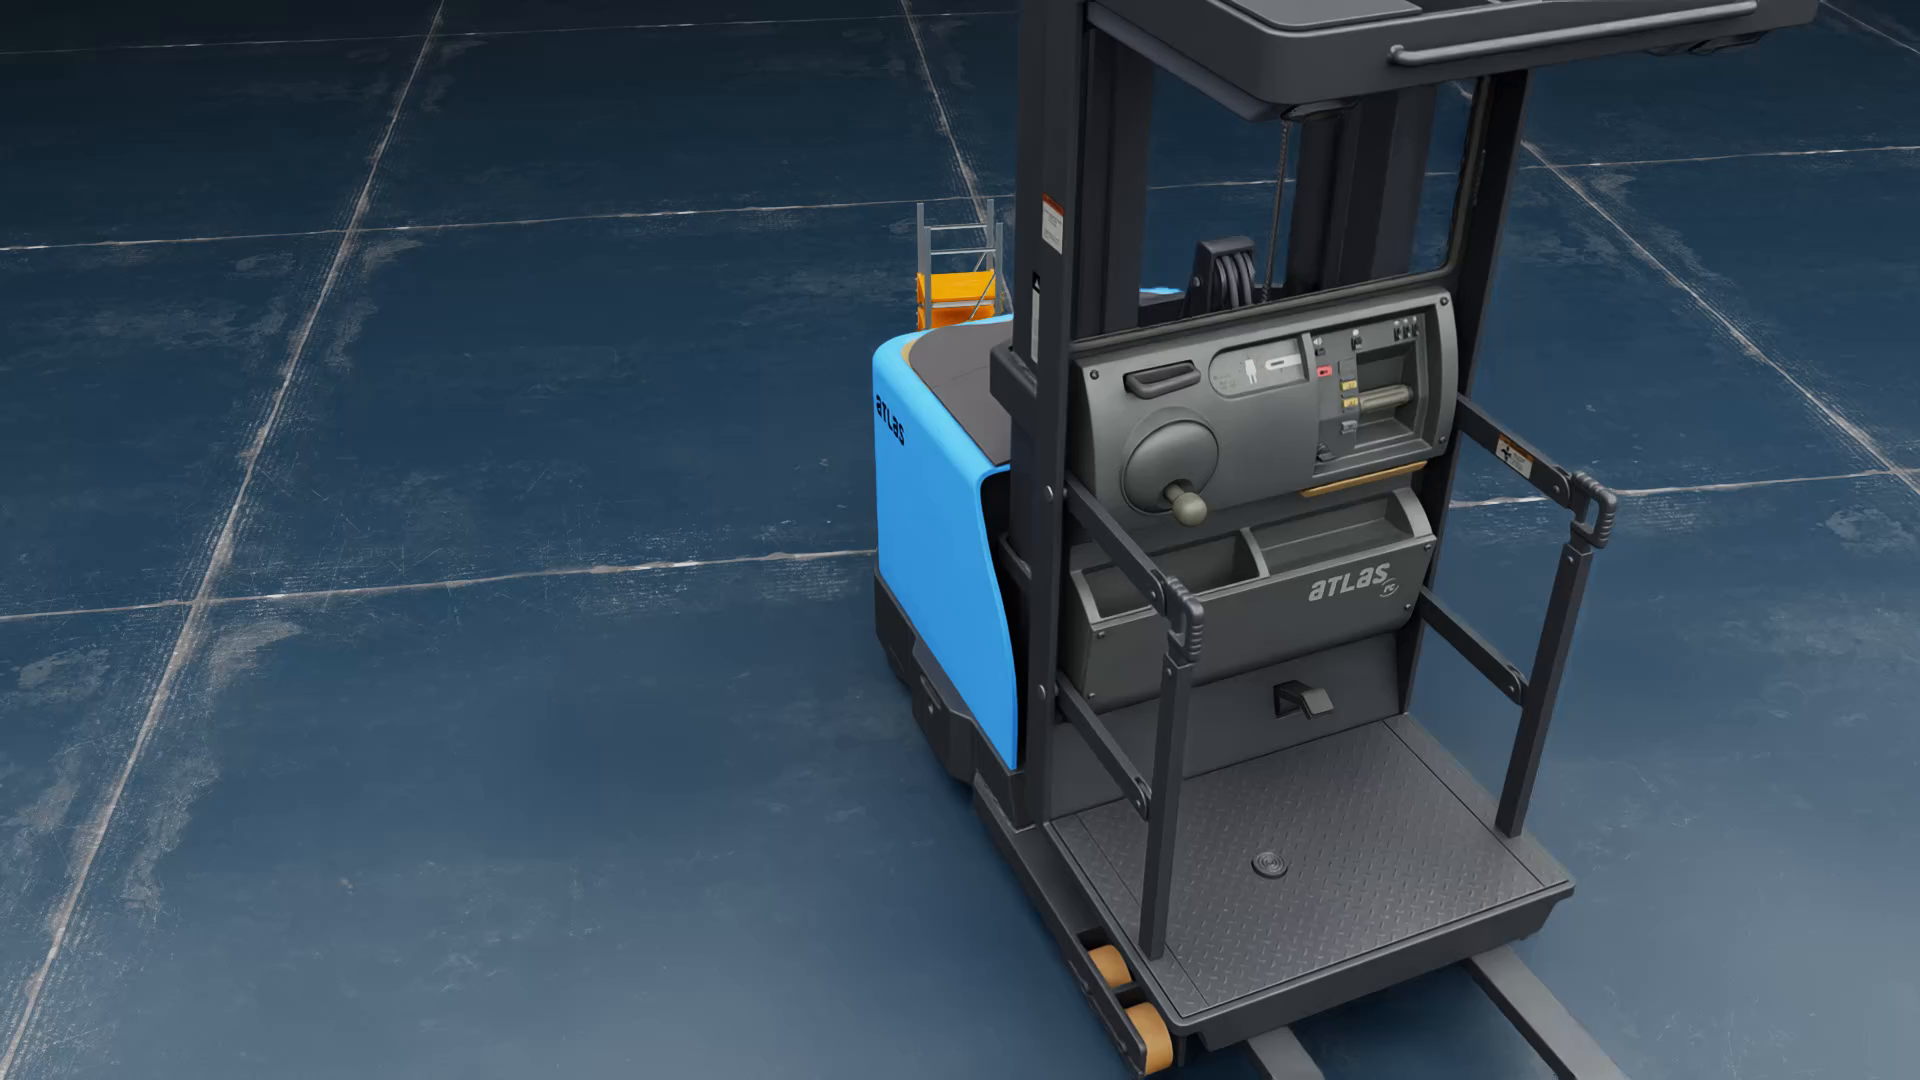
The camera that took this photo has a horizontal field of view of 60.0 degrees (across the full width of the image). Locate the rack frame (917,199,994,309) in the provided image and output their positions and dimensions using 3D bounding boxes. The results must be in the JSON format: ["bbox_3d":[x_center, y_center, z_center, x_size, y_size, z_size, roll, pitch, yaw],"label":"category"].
[{"bbox_3d":[-0.014,-0.555,5.499,0.240,1.200,0.006,-4,35,-6],"label":"rack frame"}]

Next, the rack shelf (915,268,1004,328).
[{"bbox_3d":[-0.002,-0.765,5.246,0.258,0.103,0.180,-4,35,-6],"label":"rack shelf"}]

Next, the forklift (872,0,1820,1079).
[{"bbox_3d":[0.780,-0.232,3.488,1.130,2.935,3.031,-13,37,-19],"label":"forklift"}]

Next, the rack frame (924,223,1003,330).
[{"bbox_3d":[0.010,-0.453,5.349,0.240,1.200,0.006,-4,35,-6],"label":"rack frame"}]

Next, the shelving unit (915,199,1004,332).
[{"bbox_3d":[-0.002,-0.504,5.424,0.258,1.200,0.189,-4,35,-6],"label":"shelving unit"}]

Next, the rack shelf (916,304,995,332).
[{"bbox_3d":[-0.002,-0.665,5.314,0.258,0.103,0.180,-4,35,-6],"label":"rack shelf"}]
